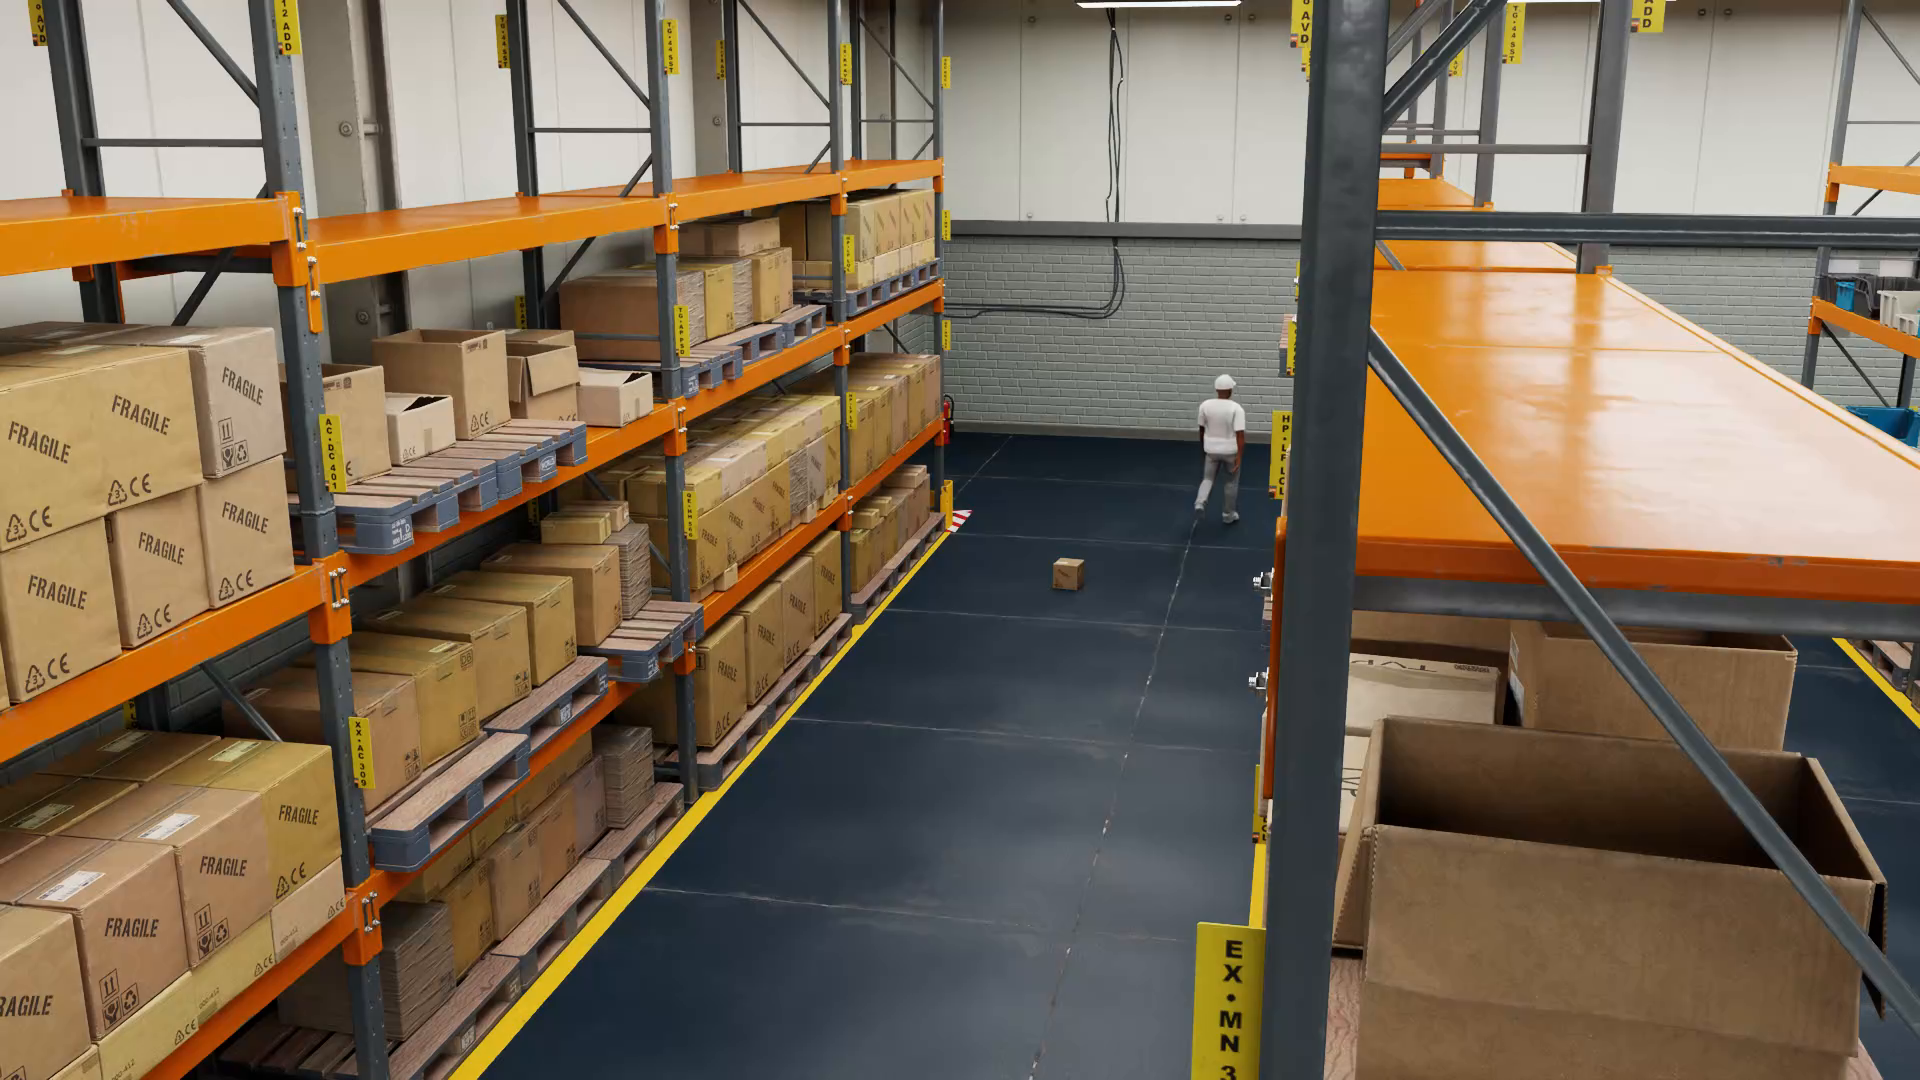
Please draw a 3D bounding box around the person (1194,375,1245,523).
[{"bbox_3d":[2.970,-1.013,18.839,0.569,1.739,0.842,7,16,25],"label":"person"}]
